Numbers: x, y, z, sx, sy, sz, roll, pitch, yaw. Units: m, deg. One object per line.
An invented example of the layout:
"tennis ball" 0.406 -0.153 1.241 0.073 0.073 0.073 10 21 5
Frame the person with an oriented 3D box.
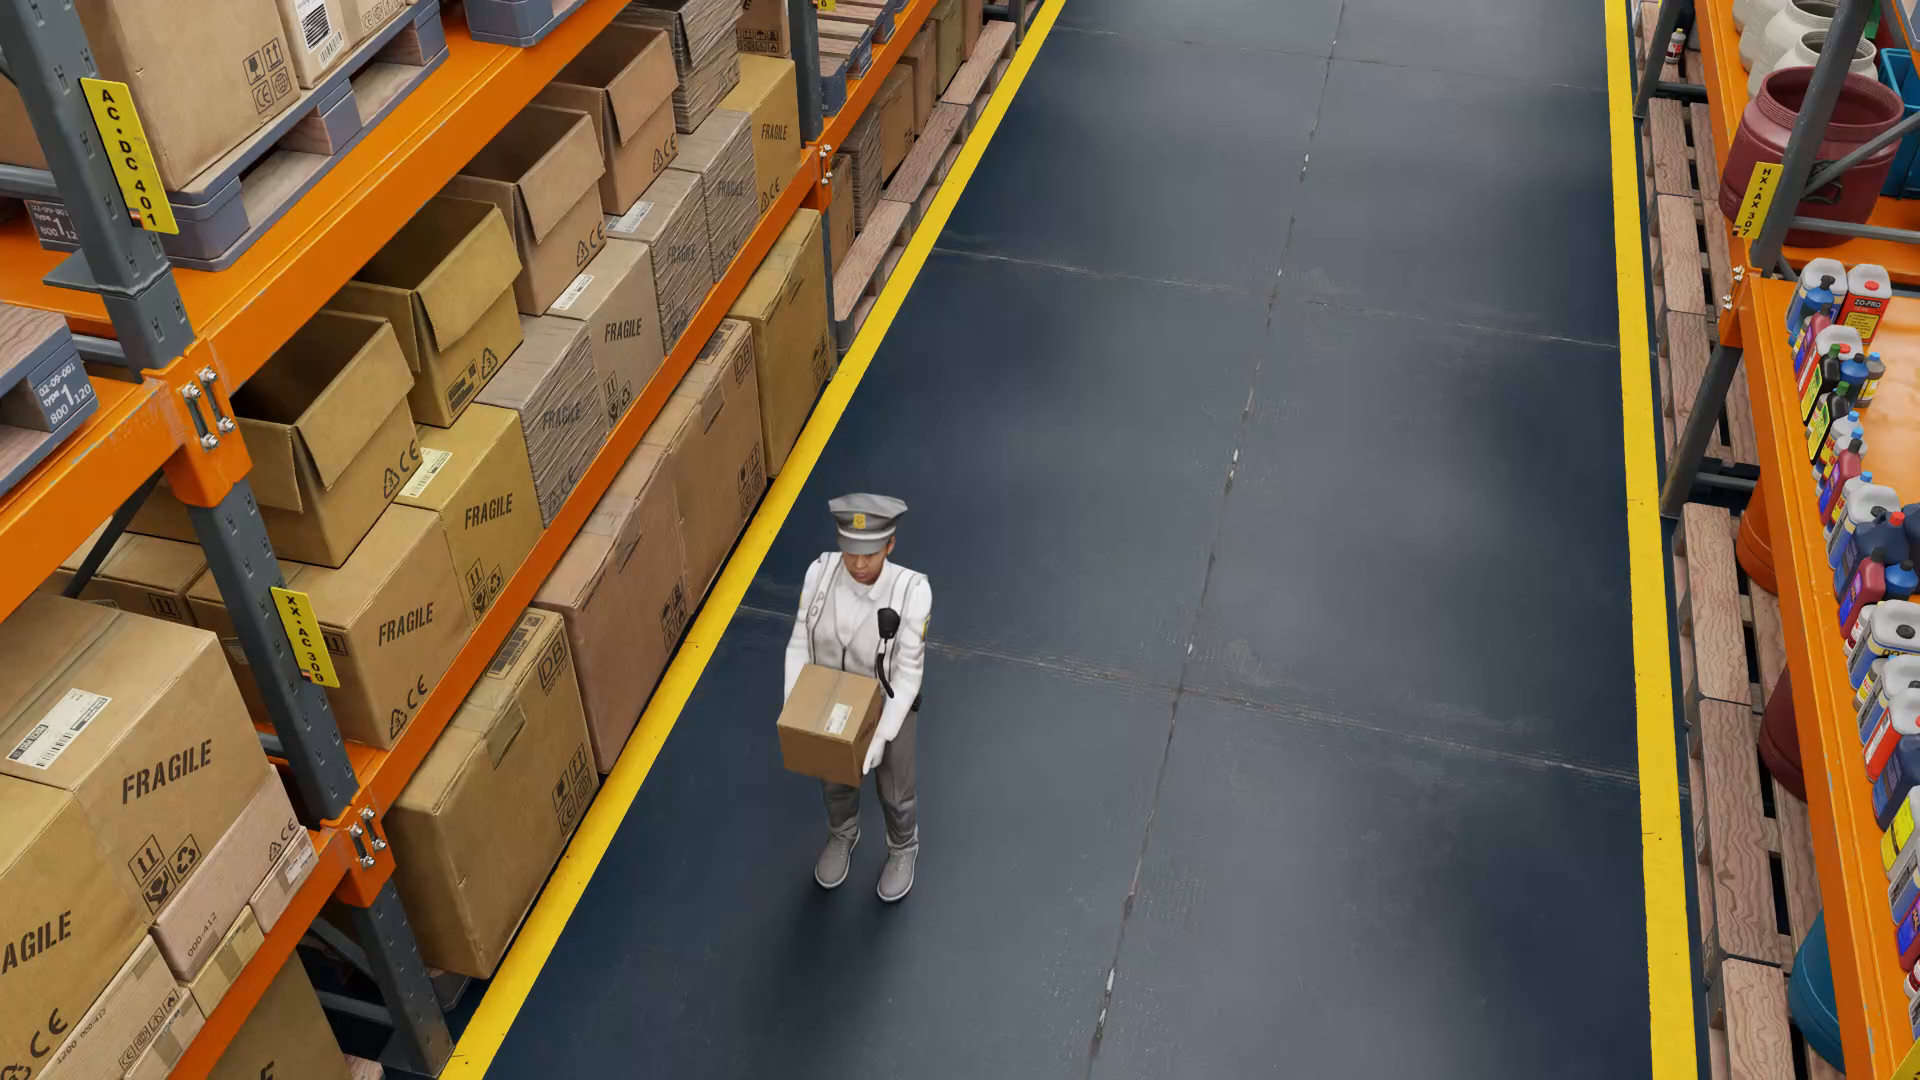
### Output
"person" -0.343 0.582 5.479 0.459 1.686 0.558 12 43 13
